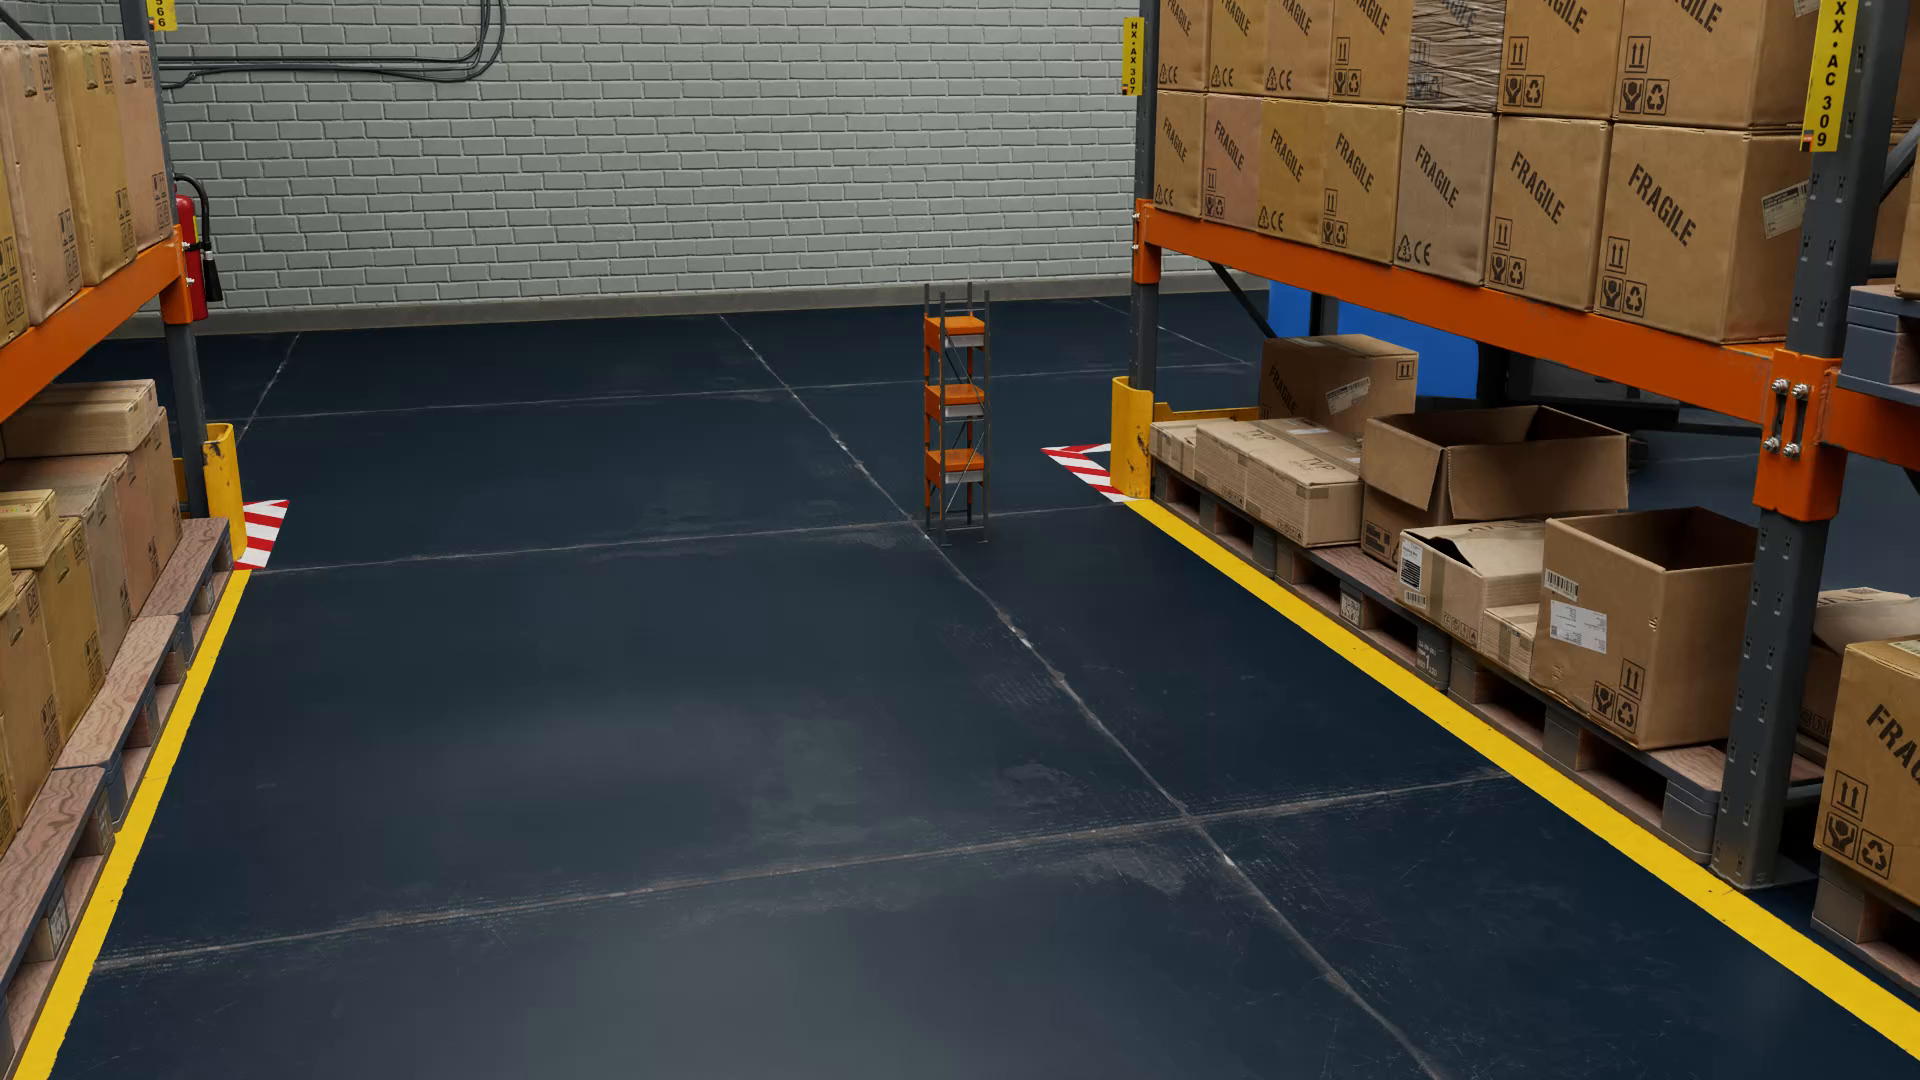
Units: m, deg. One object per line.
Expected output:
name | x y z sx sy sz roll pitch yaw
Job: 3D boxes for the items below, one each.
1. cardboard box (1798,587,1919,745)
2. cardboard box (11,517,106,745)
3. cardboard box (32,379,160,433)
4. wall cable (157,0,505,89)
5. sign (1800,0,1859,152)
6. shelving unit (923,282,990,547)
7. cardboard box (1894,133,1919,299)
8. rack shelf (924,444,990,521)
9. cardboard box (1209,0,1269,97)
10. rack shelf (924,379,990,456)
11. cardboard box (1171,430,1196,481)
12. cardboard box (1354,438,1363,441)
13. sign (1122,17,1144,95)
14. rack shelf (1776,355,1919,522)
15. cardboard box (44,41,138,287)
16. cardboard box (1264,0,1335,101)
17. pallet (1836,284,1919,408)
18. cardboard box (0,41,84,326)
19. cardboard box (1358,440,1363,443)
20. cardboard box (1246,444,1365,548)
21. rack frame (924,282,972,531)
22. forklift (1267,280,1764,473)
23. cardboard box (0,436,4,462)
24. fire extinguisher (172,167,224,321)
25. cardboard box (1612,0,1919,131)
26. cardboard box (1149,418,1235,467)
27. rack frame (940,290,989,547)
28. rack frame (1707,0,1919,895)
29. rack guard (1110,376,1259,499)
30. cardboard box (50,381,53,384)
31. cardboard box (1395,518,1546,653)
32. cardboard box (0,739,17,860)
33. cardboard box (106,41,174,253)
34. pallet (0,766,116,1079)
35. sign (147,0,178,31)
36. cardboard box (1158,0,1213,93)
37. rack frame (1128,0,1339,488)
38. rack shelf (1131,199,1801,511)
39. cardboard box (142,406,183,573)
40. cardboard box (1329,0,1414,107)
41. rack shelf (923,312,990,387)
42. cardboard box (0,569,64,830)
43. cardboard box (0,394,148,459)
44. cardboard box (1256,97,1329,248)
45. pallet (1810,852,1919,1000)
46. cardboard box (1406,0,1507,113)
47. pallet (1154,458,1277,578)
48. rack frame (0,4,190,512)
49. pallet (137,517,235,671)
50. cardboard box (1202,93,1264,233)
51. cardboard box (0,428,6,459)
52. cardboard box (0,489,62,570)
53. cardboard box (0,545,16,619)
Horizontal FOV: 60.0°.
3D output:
cardboard box | 2.470 0.318 4.589 0.500 0.311 0.500 -5 17 -15
cardboard box | -2.766 0.266 4.466 0.700 0.500 0.500 -4 17 -14
cardboard box | -2.985 -0.447 5.715 0.380 0.149 0.250 -5 17 -16
wall cable | -4.695 -4.318 11.084 3.097 2.526 0.112 -5 17 -15
sign | 1.857 -0.995 3.547 0.100 0.325 0.005 -5 17 -15
shelving unit | -0.015 -0.518 6.850 0.215 1.050 0.252 -5 17 -15
cardboard box | 2.292 -0.726 3.252 0.700 0.500 0.500 -12 20 -34
rack shelf | -0.015 -0.241 6.933 0.215 0.259 0.240 -5 17 -15
cardboard box | 1.297 -1.971 6.389 0.500 0.500 0.500 -5 17 -15
rack shelf | -0.015 -0.507 6.853 0.215 0.259 0.240 -5 17 -15
cardboard box | 1.131 -0.374 7.143 0.380 0.166 0.250 -5 17 -15
cardboard box | 1.689 -0.336 7.017 0.380 0.166 0.250 -5 17 -15
sign | 0.756 -2.104 7.238 0.100 0.325 0.005 -5 17 -15
rack shelf | 2.927 0.272 2.084 1.077 0.370 4.000 -5 17 -15
cardboard box | -3.124 -1.143 5.021 0.980 0.700 0.700 -5 17 -16
cardboard box | 1.430 -1.833 5.927 0.500 0.500 0.500 -4 17 -14
pallet | 2.492 -0.304 3.085 1.003 0.211 1.213 -5 17 -15
cardboard box | -2.923 -0.931 4.316 0.980 0.700 0.700 -6 18 -18
cardboard box | 1.896 -0.230 6.519 0.500 0.250 0.500 -5 17 -15
cardboard box | 1.429 -0.177 6.341 0.500 0.250 0.500 -5 17 -15
rack frame | -0.048 -0.551 6.963 0.200 1.050 0.008 -5 17 -15
forklift | 3.128 -1.896 8.170 3.031 2.935 1.130 6 18 18
cardboard box | -3.214 -0.278 5.151 0.380 0.149 0.250 -5 17 -15
fire extinguisher | -3.082 -1.202 6.523 0.296 0.674 0.183 -5 17 -15
cardboard box | 1.989 -1.272 4.061 0.500 0.500 0.500 -5 17 -15
cardboard box | 1.062 -0.435 7.376 0.380 0.149 0.250 -5 17 -15
rack frame | 0.019 -0.484 6.738 0.200 1.050 0.008 -5 17 -15
rack frame | 2.377 -0.626 3.822 1.000 3.000 0.127 -5 17 -15
rack guard | 1.299 -0.514 7.795 1.175 0.500 0.348 -5 17 -15
cardboard box | -3.422 -0.487 5.848 0.380 0.149 0.250 -5 17 -15
cardboard box | 1.742 0.108 5.286 0.500 0.311 0.500 -5 17 -15
cardboard box | -2.492 0.548 3.529 0.700 0.500 0.500 -4 17 -15
cardboard box | -3.334 -1.343 5.688 0.980 0.700 0.700 -4 17 -13
pallet | -2.519 0.886 3.636 1.003 0.211 1.213 -5 17 -15
sign | -2.959 -2.047 6.127 0.100 0.325 0.005 -5 17 -15
cardboard box | 1.146 -2.115 6.869 0.500 0.500 0.500 -4 17 -14
rack frame | 1.278 -1.732 7.505 1.000 3.000 0.127 -5 17 -15
rack shelf | 1.827 -0.835 5.767 1.077 0.370 4.000 -5 17 -15
cardboard box | -3.196 -0.158 5.879 0.700 0.500 0.500 -5 17 -15
cardboard box | 1.570 -1.692 5.460 0.500 0.500 0.500 -5 17 -16
rack shelf | -0.015 -0.779 6.772 0.215 0.259 0.240 -5 17 -15
cardboard box | -2.627 0.409 3.993 0.700 0.500 0.500 -5 17 -16
cardboard box | -2.914 -0.377 5.480 0.380 0.149 0.250 -4 17 -14
cardboard box | 1.428 -1.355 6.076 0.500 0.500 0.500 -5 17 -15
pallet | 2.637 0.932 3.484 1.003 0.211 1.213 -5 17 -15
cardboard box | 1.707 -1.553 4.996 0.500 0.500 0.500 -5 17 -15
pallet | 1.519 -0.155 7.102 1.003 0.211 1.213 -5 17 -15
rack frame | -3.481 -1.340 6.199 0.949 2.616 0.053 -5 17 -15
pallet | -3.189 0.211 5.883 1.003 0.211 1.213 -5 17 -15
cardboard box | 1.293 -1.494 6.539 0.500 0.500 0.500 -5 17 -16
cardboard box | -3.282 -0.347 5.382 0.380 0.149 0.250 -5 17 -15
cardboard box | -2.554 -0.016 4.280 0.380 0.149 0.250 -5 17 -17
cardboard box | -2.411 0.128 3.799 0.380 0.149 0.250 -4 17 -13
